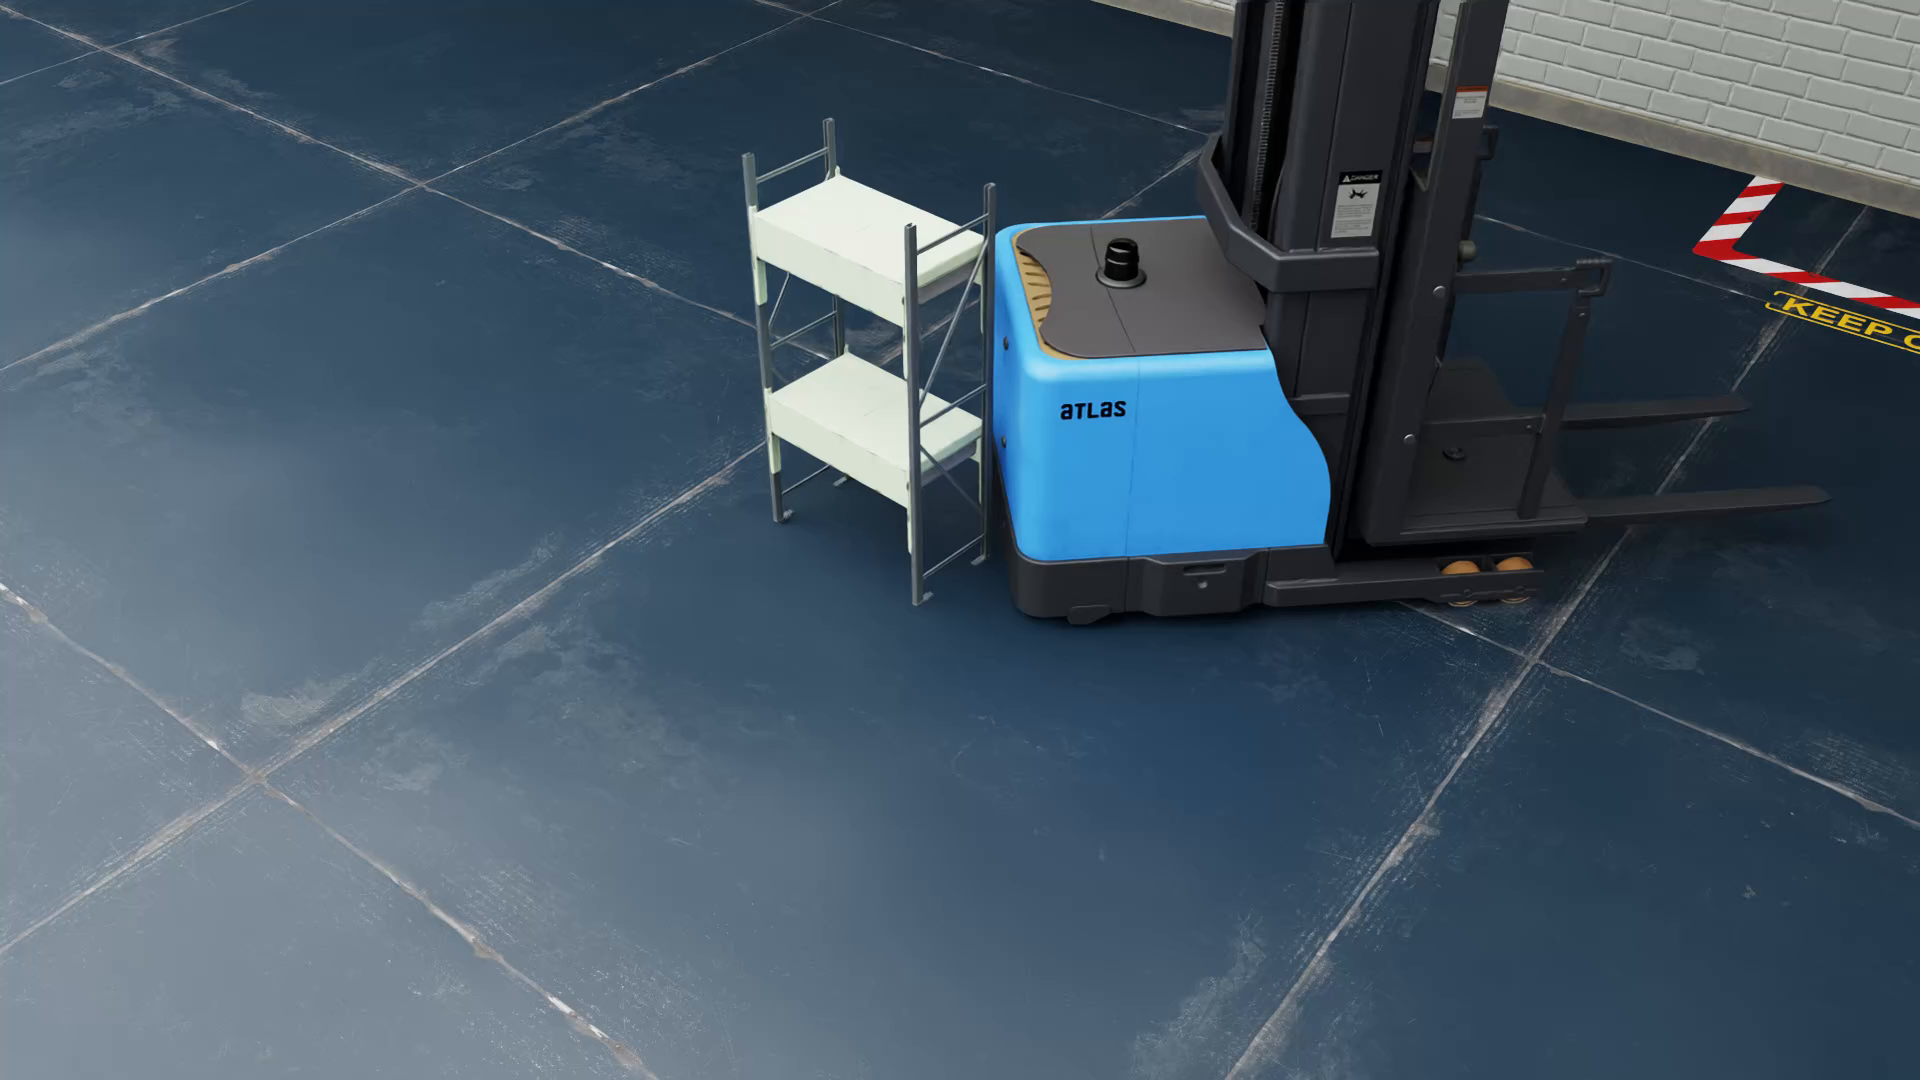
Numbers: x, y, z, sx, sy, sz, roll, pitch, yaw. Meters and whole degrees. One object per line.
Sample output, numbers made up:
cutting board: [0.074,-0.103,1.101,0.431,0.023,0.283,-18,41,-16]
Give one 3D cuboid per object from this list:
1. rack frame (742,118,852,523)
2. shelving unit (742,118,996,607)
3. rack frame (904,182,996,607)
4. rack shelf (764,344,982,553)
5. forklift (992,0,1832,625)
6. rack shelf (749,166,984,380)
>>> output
rack frame: [-0.568,-0.750,5.991,0.023,1.500,0.400,29,47,32]
shelving unit: [-0.298,-0.598,5.797,0.755,1.500,0.431,29,47,32]
rack frame: [-0.028,-0.446,5.603,0.023,1.500,0.400,29,47,32]
rack shelf: [-0.298,-0.341,5.998,0.720,0.370,0.431,29,47,32]
forklift: [1.650,-1.237,5.453,3.031,2.935,1.130,-4,38,-5]
rack shelf: [-0.298,-0.905,5.556,0.720,0.370,0.431,29,47,32]
